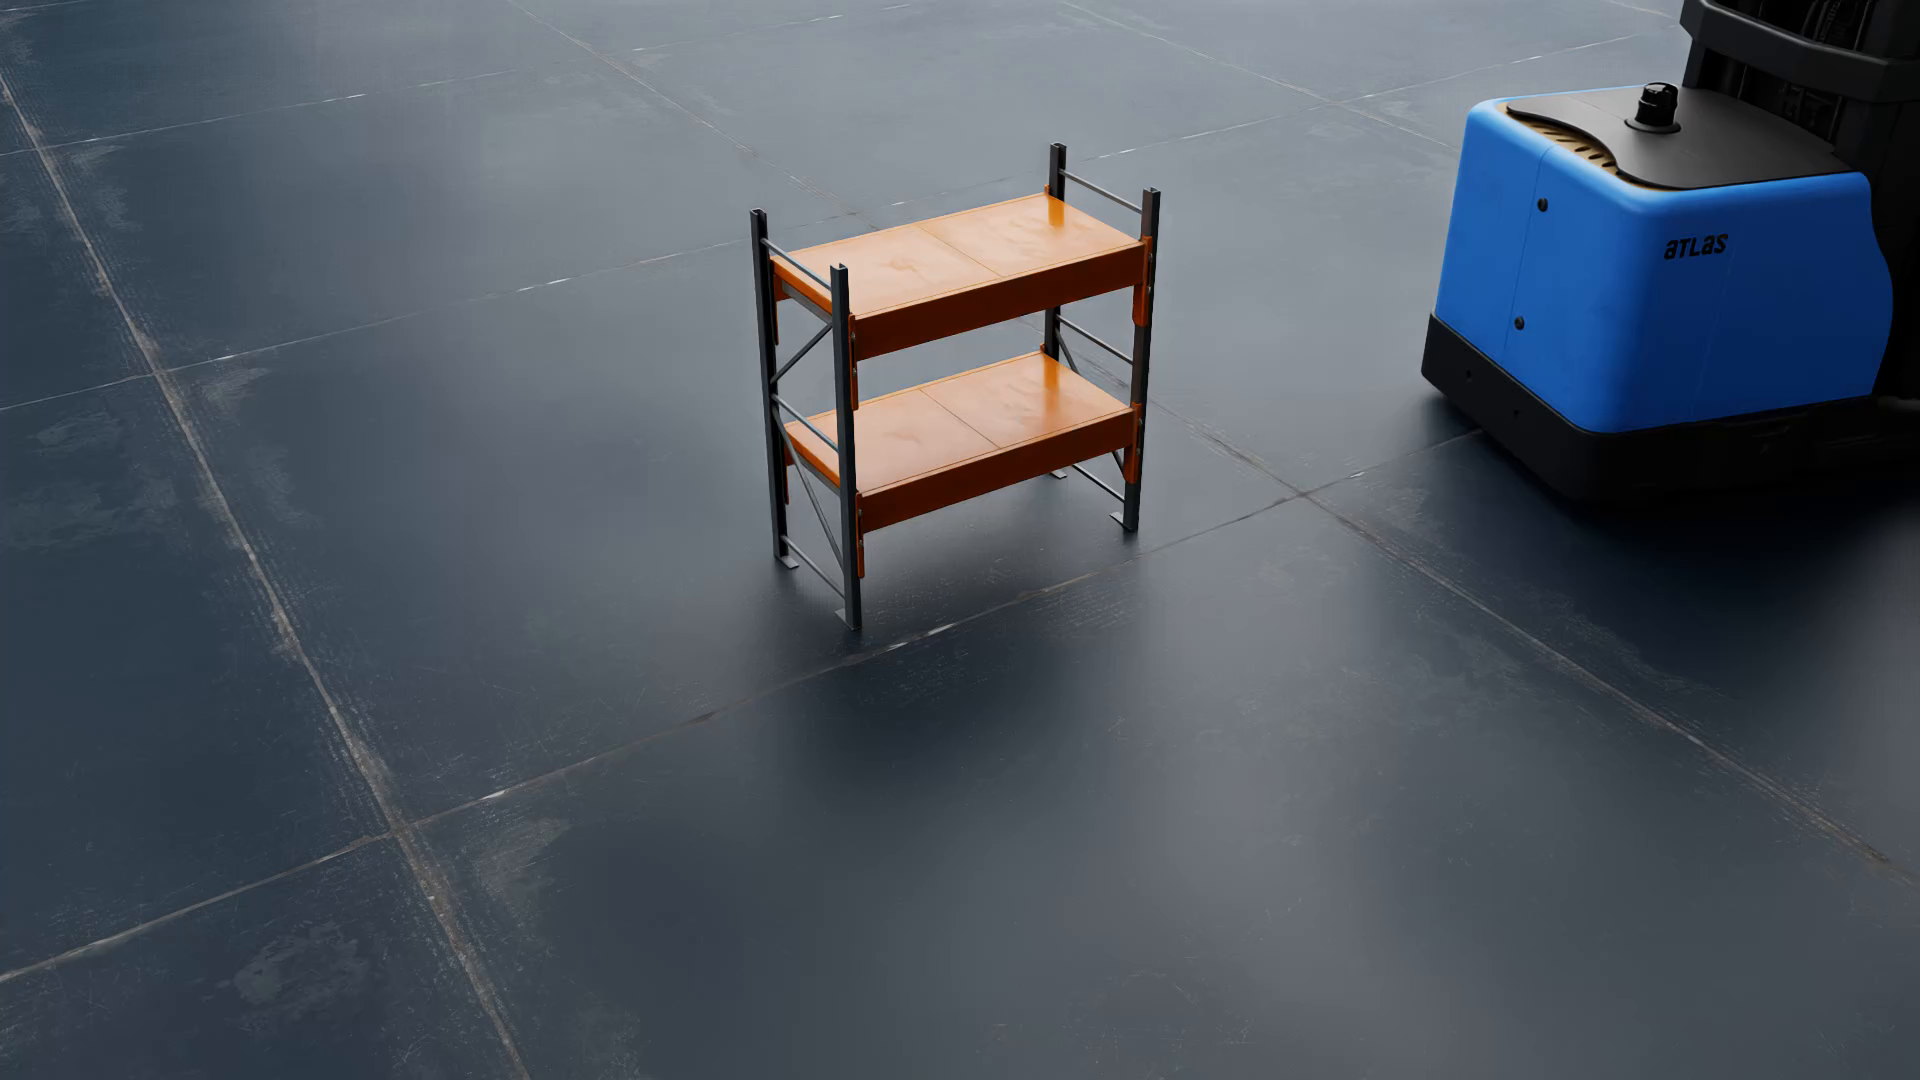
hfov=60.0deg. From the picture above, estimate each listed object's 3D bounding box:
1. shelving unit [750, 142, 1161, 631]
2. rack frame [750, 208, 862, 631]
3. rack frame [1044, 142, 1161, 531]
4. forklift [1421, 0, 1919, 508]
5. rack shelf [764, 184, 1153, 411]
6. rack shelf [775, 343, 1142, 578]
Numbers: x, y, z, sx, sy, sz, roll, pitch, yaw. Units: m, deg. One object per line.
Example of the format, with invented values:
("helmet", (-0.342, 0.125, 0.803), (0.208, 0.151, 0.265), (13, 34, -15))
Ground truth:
("shelving unit", (-0.006, -0.474, 4.947), (1.048, 1.125, 0.538), (-19, 37, -27))
("rack frame", (-0.433, -0.327, 4.714), (0.032, 1.125, 0.500), (-19, 37, -27))
("rack frame", (0.422, -0.621, 5.180), (0.032, 1.125, 0.500), (-19, 37, -27))
("forklift", (3.261, -1.778, 5.322), (3.031, 2.935, 1.130), (-9, 33, -14))
("rack shelf", (-0.006, -0.721, 4.791), (1.000, 0.278, 0.538), (-19, 37, -27))
("rack shelf", (-0.006, -0.267, 5.077), (1.000, 0.278, 0.538), (-19, 37, -27))
